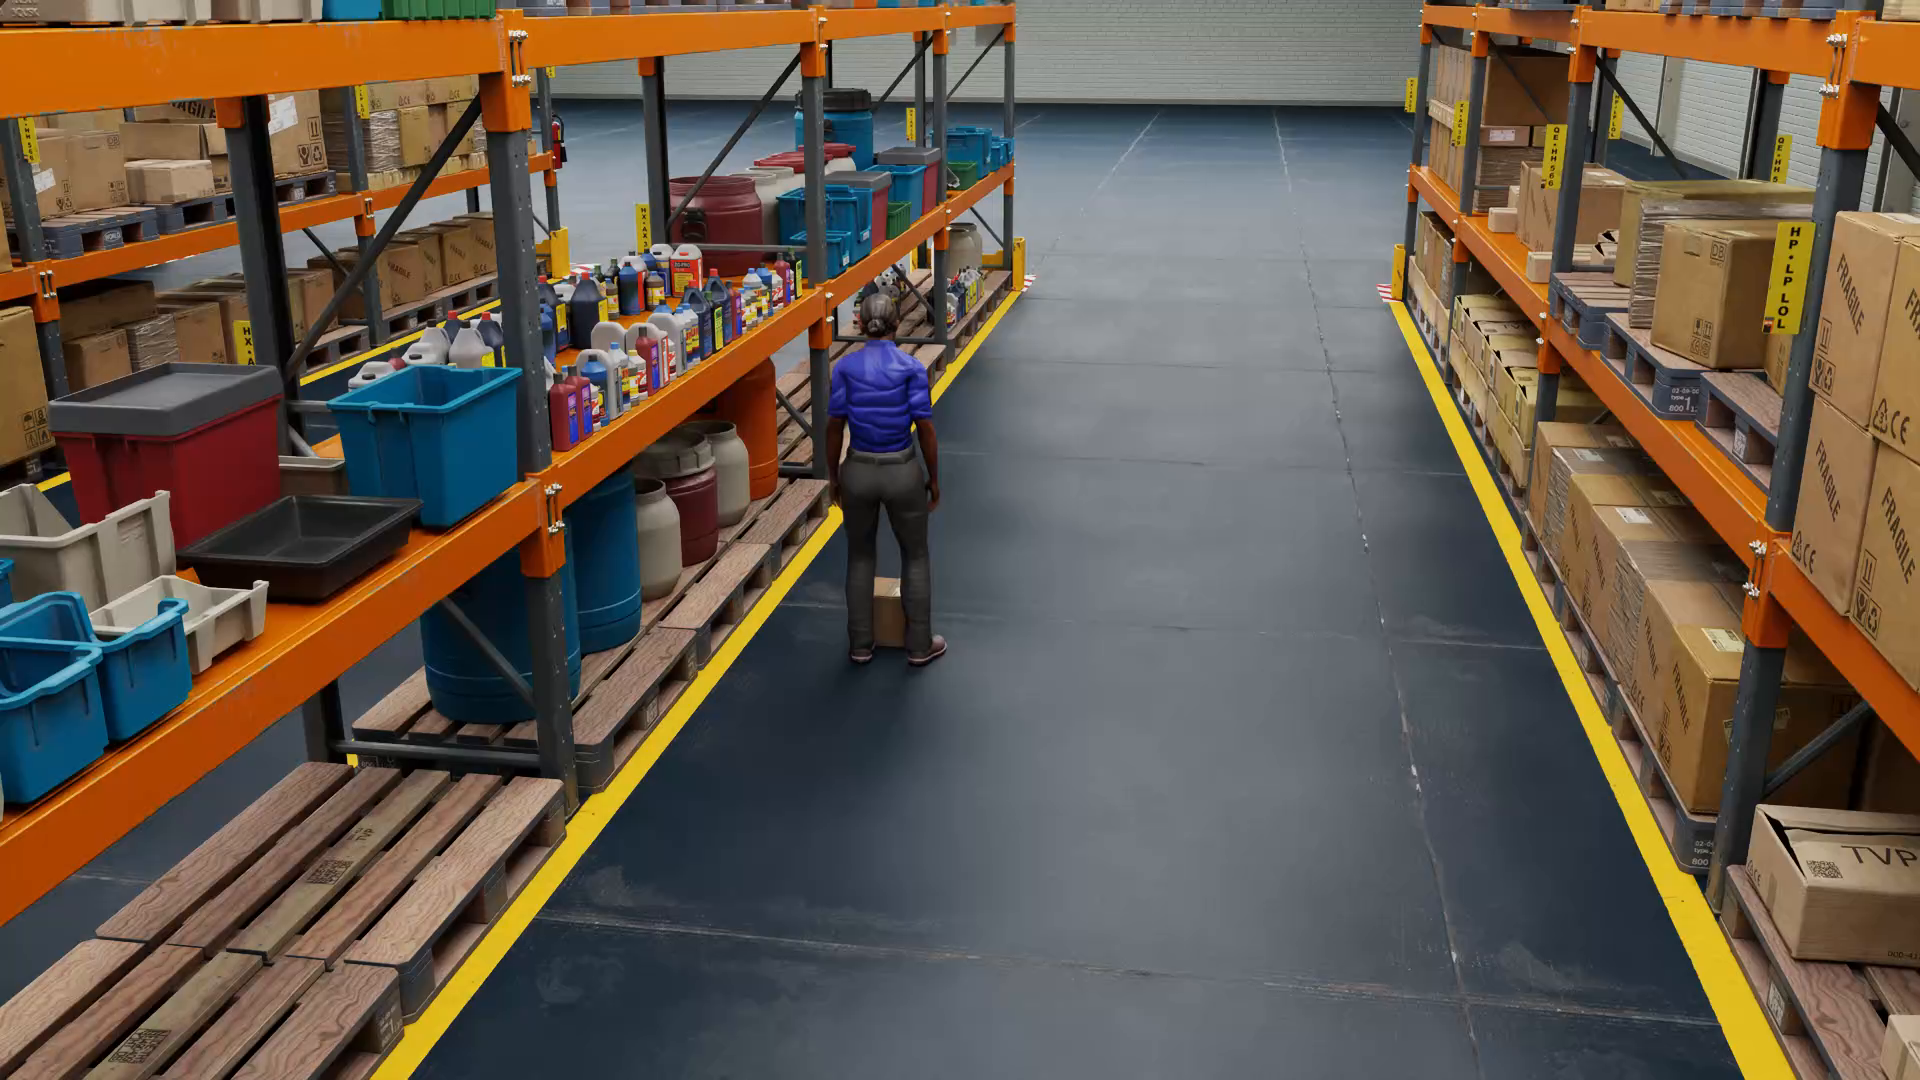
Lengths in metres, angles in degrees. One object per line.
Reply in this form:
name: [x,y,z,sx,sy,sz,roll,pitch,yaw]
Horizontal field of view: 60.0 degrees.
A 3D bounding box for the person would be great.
person: [-0.331,-0.257,7.355,0.517,1.654,0.353,2,18,7]
